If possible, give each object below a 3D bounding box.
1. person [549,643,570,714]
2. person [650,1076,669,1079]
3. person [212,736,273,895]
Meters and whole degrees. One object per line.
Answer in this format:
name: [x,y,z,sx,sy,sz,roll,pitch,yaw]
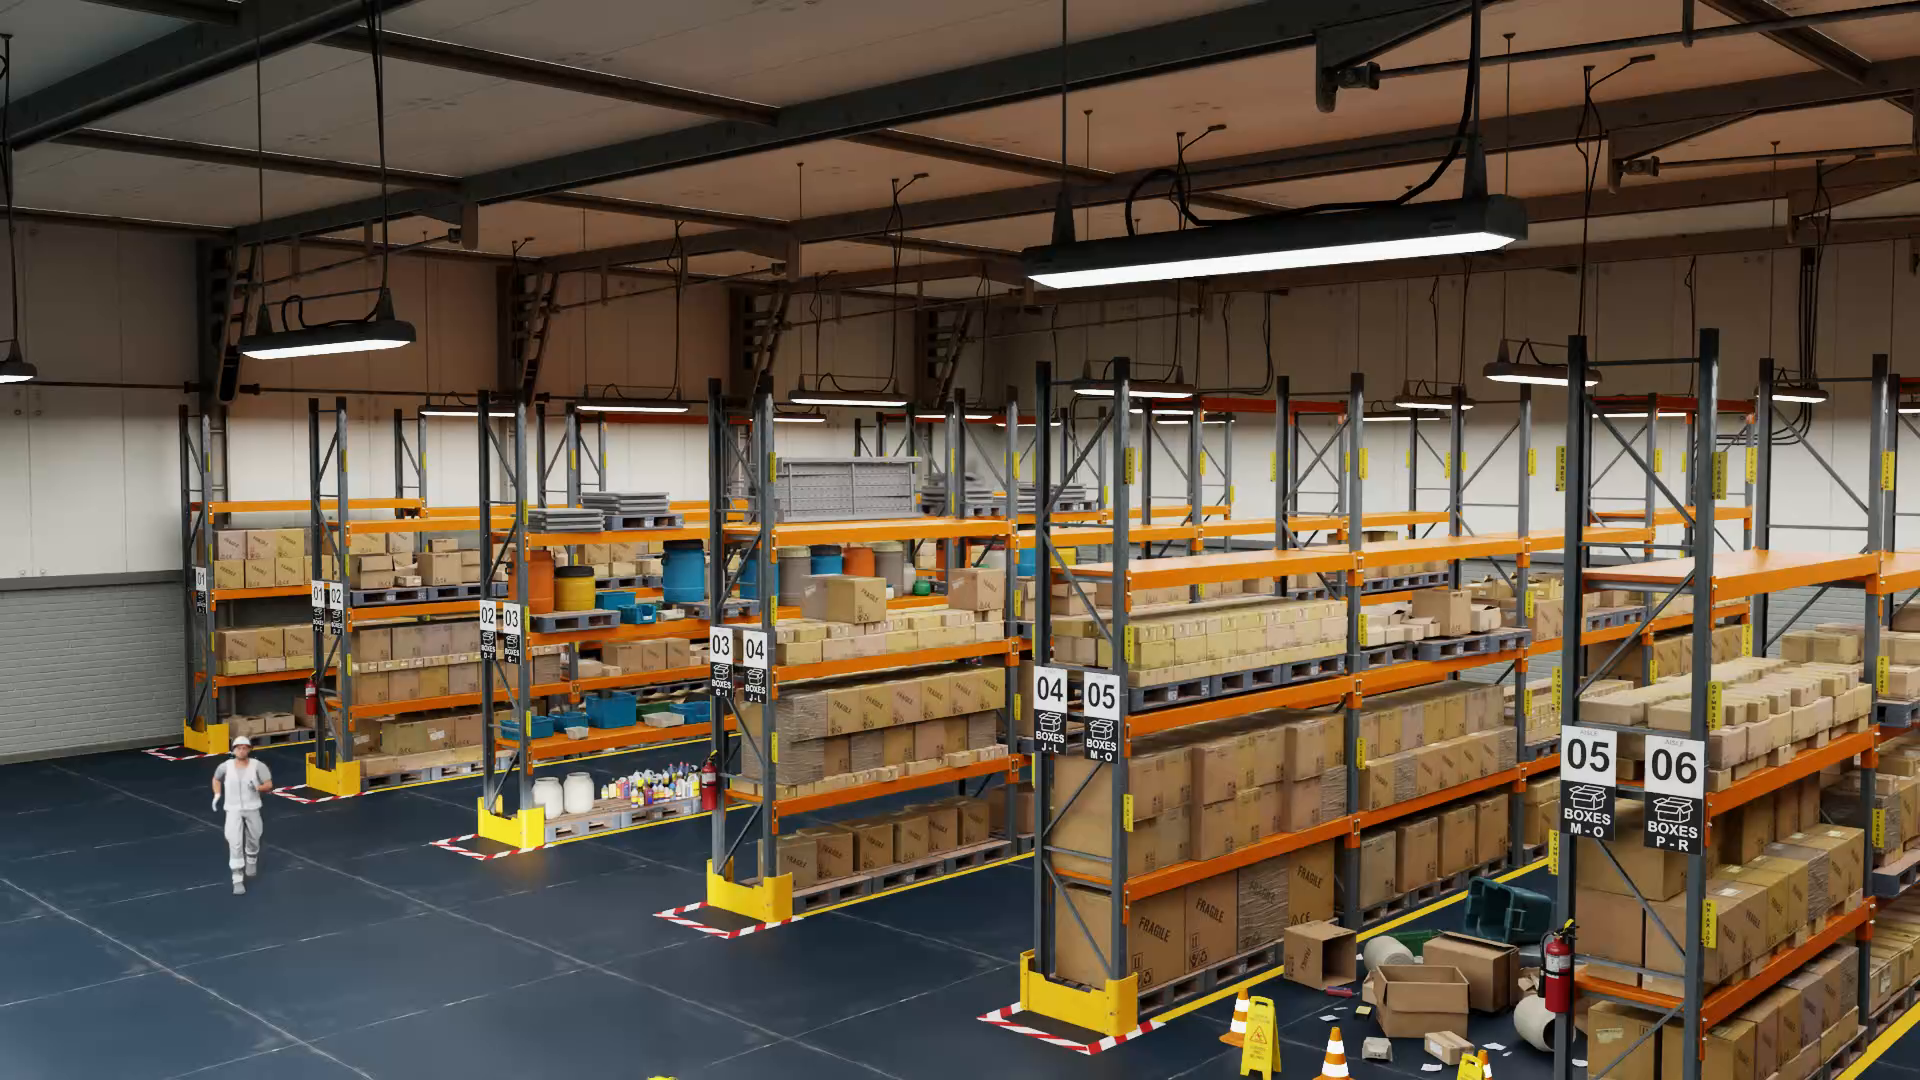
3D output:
person: [-7.385,2.666,30.456,0.628,1.825,0.868,2,4,36]
person: [-1.628,3.814,9.107,0.691,1.724,0.586,0,3,-7]
person: [-8.474,3.202,19.652,0.659,1.774,1.002,-1,3,-24]
